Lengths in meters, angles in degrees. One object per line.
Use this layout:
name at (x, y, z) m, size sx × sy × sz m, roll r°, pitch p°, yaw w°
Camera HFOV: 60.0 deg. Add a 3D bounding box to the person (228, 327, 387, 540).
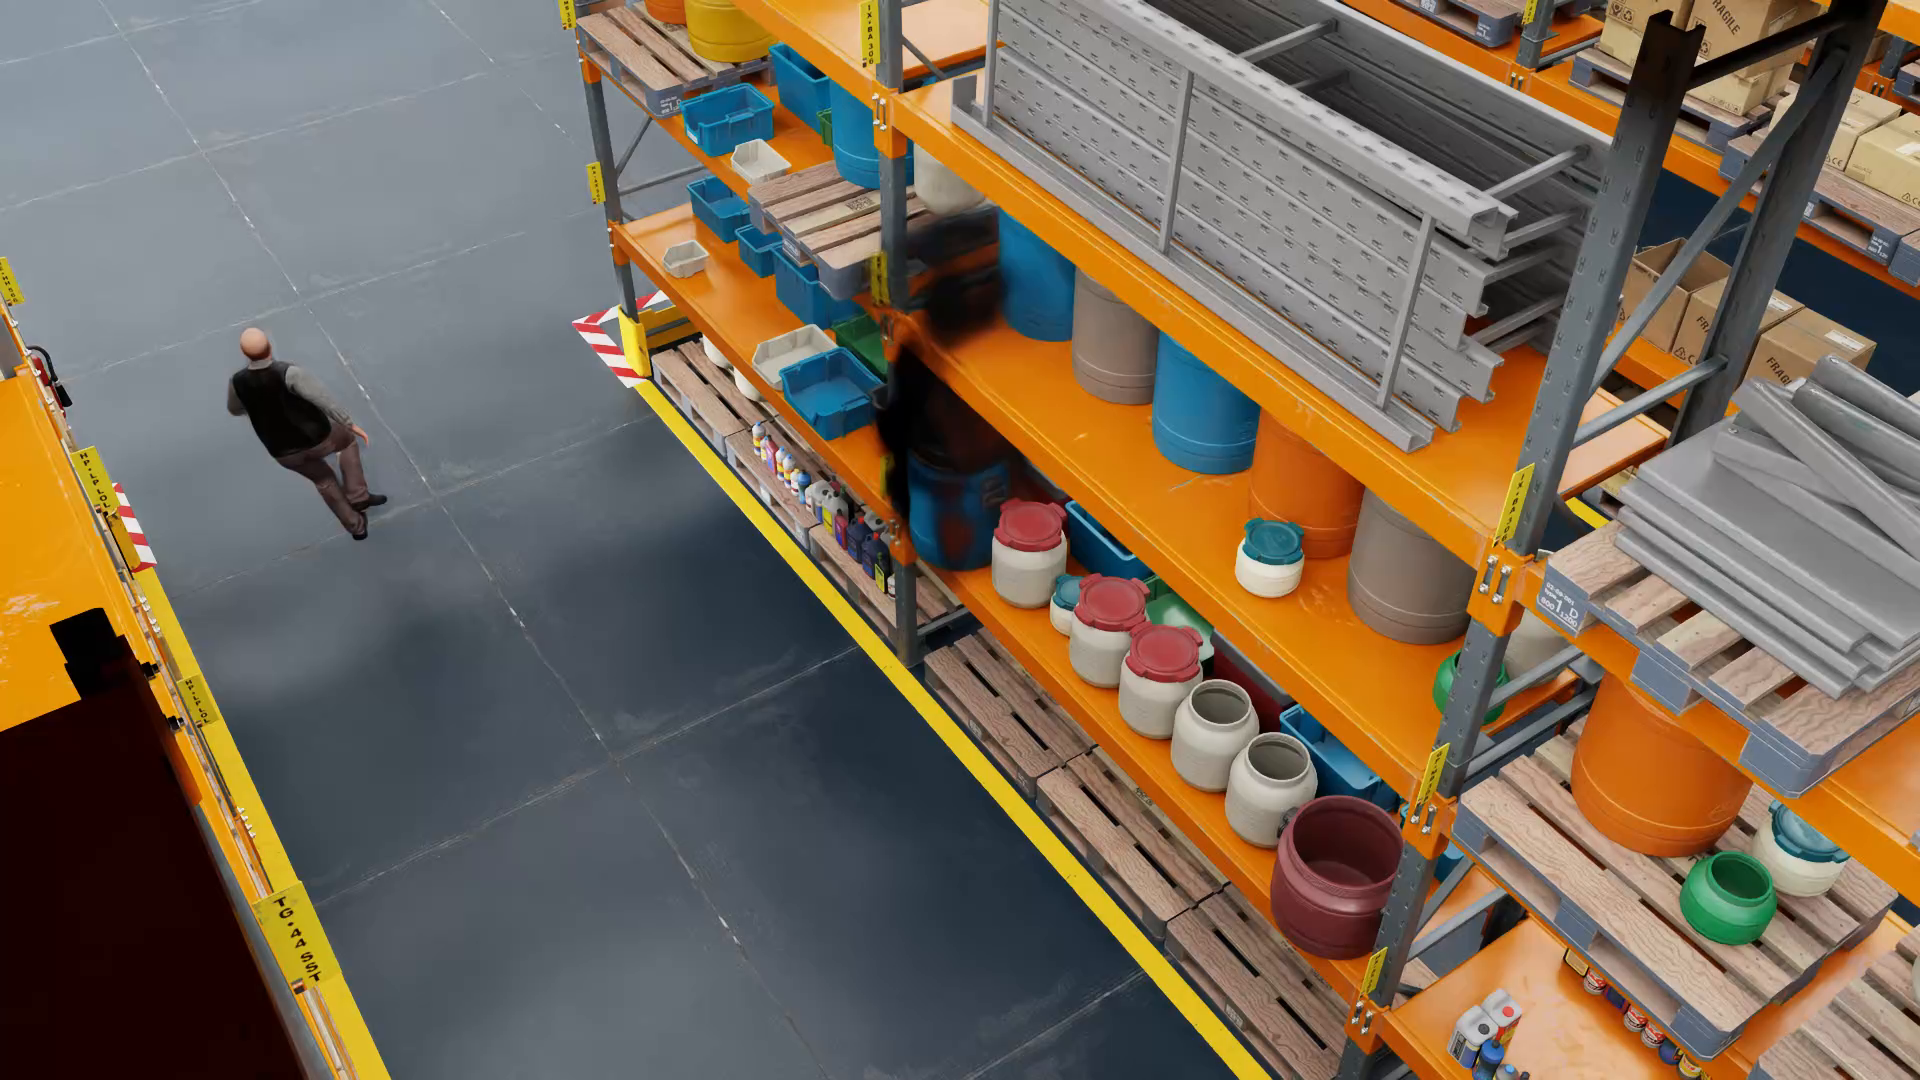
person at (-4.391, -0.752, 11.126) m, size 0.831 × 1.623 × 0.680 m, roll -12°, pitch 44°, yaw -13°
